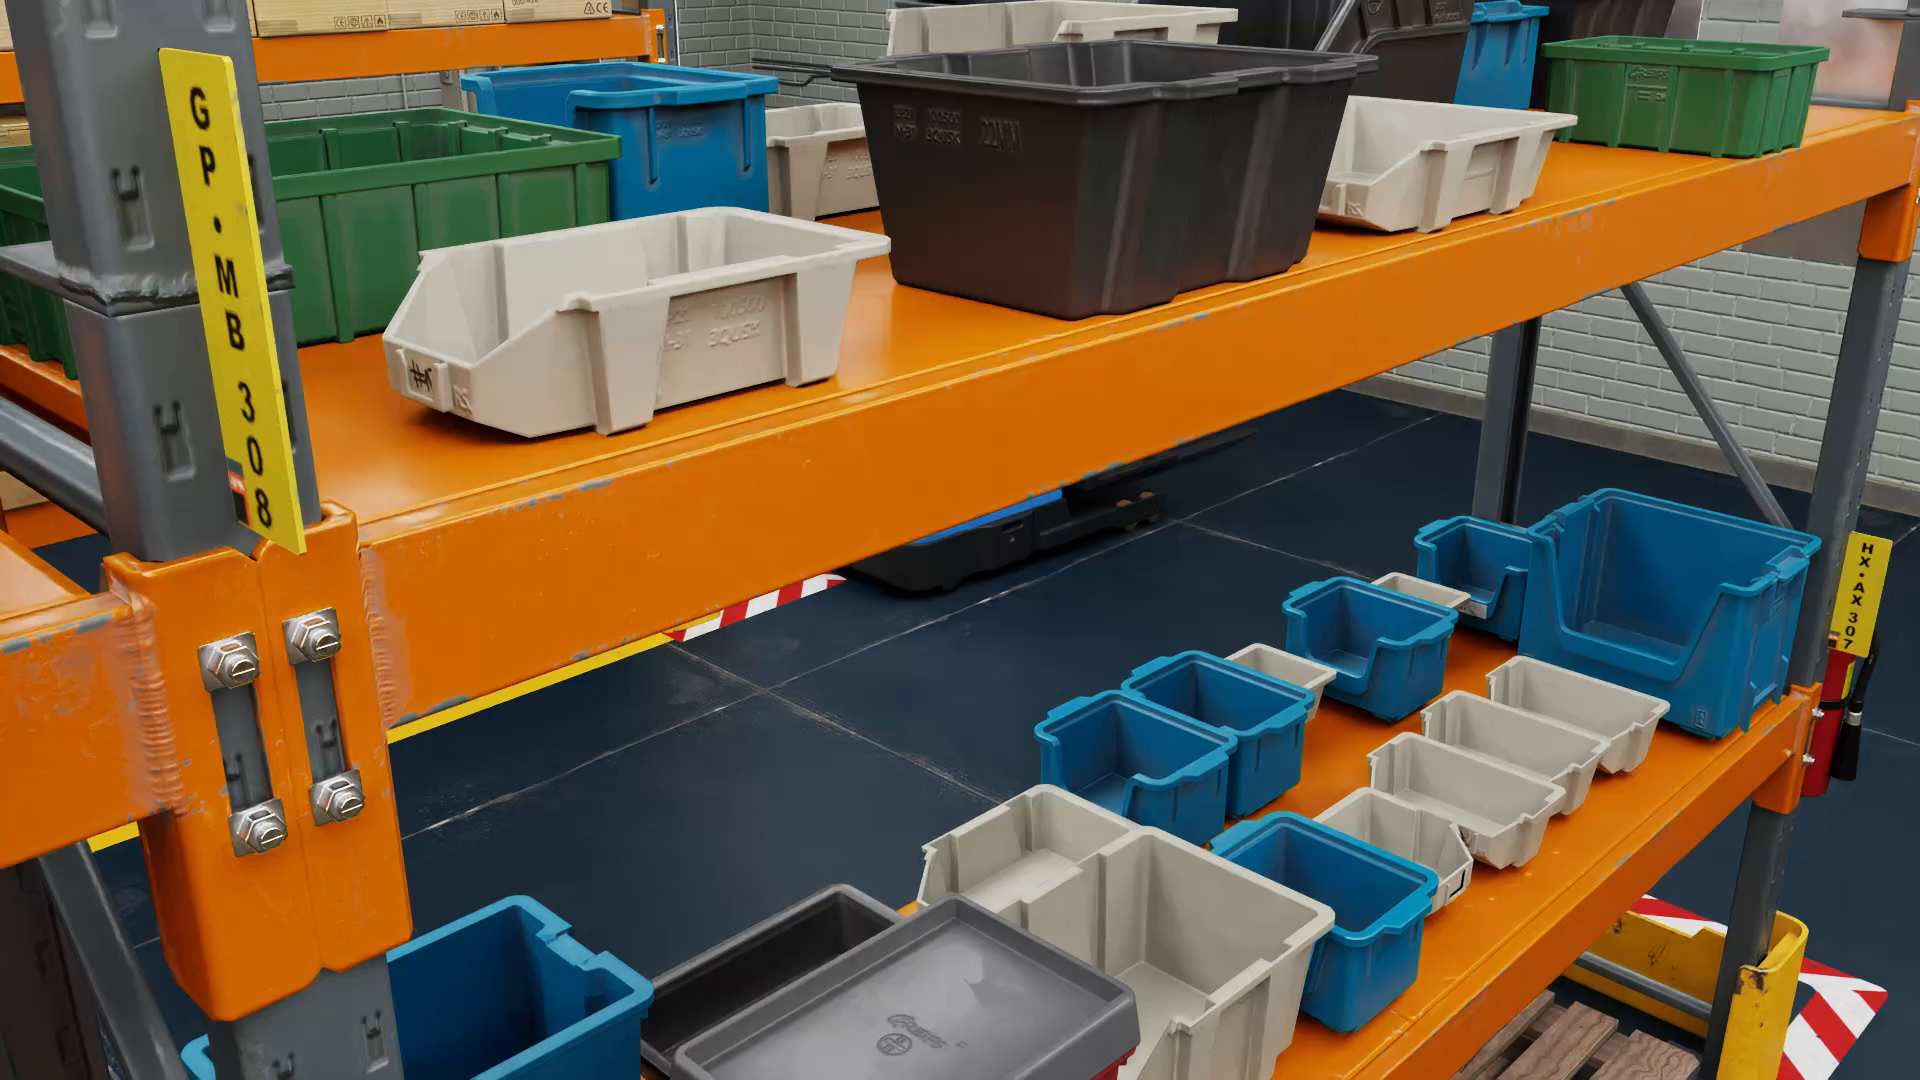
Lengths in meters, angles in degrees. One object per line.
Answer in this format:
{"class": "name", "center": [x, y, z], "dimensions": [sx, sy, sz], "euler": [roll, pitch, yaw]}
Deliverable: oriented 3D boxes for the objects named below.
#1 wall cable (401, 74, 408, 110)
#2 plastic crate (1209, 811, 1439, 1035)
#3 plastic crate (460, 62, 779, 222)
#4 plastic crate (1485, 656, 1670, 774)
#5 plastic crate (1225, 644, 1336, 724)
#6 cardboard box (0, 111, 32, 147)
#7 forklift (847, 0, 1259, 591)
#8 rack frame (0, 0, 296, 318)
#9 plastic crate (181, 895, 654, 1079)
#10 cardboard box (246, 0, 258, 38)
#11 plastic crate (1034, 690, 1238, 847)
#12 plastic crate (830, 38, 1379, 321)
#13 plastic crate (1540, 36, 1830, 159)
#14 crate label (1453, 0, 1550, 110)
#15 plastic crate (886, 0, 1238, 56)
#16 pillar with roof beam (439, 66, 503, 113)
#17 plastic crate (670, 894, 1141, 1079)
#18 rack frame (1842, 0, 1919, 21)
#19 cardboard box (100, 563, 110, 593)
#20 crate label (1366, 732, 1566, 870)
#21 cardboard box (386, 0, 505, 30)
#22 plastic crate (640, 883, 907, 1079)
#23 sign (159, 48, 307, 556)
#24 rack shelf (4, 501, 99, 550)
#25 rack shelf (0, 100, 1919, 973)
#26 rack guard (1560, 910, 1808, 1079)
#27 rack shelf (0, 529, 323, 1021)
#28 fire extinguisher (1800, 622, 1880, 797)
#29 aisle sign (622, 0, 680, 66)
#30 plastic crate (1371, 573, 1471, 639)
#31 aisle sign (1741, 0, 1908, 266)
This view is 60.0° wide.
{"class": "wall cable", "center": [-4.965, -3.435, 12.415], "dimensions": [0.084, 1.984, 1.851], "euler": [19, 28, 41]}
{"class": "plastic crate", "center": [0.669, 0.727, 3.152], "dimensions": [0.416, 0.233, 0.300], "euler": [19, 28, 41]}
{"class": "plastic crate", "center": [-0.466, -0.523, 2.307], "dimensions": [0.416, 0.233, 0.300], "euler": [19, 28, 41]}
{"class": "plastic crate", "center": [1.479, 0.435, 4.047], "dimensions": [0.396, 0.136, 0.243], "euler": [19, 28, 41]}
{"class": "plastic crate", "center": [0.753, 0.397, 4.145], "dimensions": [0.250, 0.136, 0.298], "euler": [19, 28, 41]}
{"class": "cardboard box", "center": [-6.028, -2.212, 10.229], "dimensions": [0.980, 0.700, 0.700], "euler": [19, 28, 40]}
{"class": "forklift", "center": [0.514, -1.545, 9.008], "dimensions": [3.031, 2.935, 1.130], "euler": [-19, 28, -40]}
{"class": "rack frame", "center": [-0.873, -1.687, 0.922], "dimensions": [1.000, 3.000, 0.127], "euler": [19, 28, 41]}
{"class": "plastic crate", "center": [-0.791, 0.887, 2.525], "dimensions": [0.392, 0.384, 0.575], "euler": [19, 28, 41]}
{"class": "cardboard box", "center": [-2.854, -1.906, 5.881], "dimensions": [0.500, 0.250, 0.500], "euler": [19, 28, 41]}
{"class": "plastic crate", "center": [0.382, 0.531, 3.661], "dimensions": [0.416, 0.233, 0.300], "euler": [19, 28, 41]}
{"class": "plastic crate", "center": [0.190, -0.477, 2.136], "dimensions": [0.497, 0.269, 0.590], "euler": [19, 28, 41]}
{"class": "plastic crate", "center": [1.434, -0.892, 3.328], "dimensions": [0.450, 0.188, 0.336], "euler": [19, 28, 41]}
{"class": "crate label", "center": [1.043, -1.090, 3.756], "dimensions": [0.408, 0.251, 0.502], "euler": [19, 28, 41]}
{"class": "plastic crate", "center": [0.151, -0.768, 2.875], "dimensions": [0.437, 0.282, 0.530], "euler": [19, 28, 41]}
{"class": "pillar with roof beam", "center": [-0.832, -5.028, 9.614], "dimensions": [9.100, 9.000, 0.400], "euler": [19, 28, 41]}
{"class": "plastic crate", "center": [-0.070, 0.888, 2.410], "dimensions": [0.402, 0.464, 0.583], "euler": [19, 28, 41]}
{"class": "rack frame", "center": [1.918, -2.716, 3.597], "dimensions": [1.000, 3.000, 0.127], "euler": [19, 28, 41]}
{"class": "cardboard box", "center": [-3.112, 0.348, 6.855], "dimensions": [0.797, 0.503, 0.637], "euler": [19, 28, 41]}
{"class": "crate label", "center": [1.089, 0.583, 3.660], "dimensions": [0.396, 0.136, 0.243], "euler": [19, 28, 41]}
{"class": "cardboard box", "center": [-2.155, -2.162, 6.548], "dimensions": [0.500, 0.250, 0.500], "euler": [19, 28, 41]}
{"class": "plastic crate", "center": [-0.284, 0.858, 2.961], "dimensions": [0.437, 0.125, 0.590], "euler": [19, 28, 41]}
{"class": "sign", "center": [-0.480, -0.153, 1.099], "dimensions": [0.100, 0.325, 0.005], "euler": [19, 28, 41]}
{"class": "rack shelf", "center": [-3.024, -0.306, 6.693], "dimensions": [1.077, 0.370, 4.000], "euler": [19, 28, 41]}
{"class": "rack shelf", "center": [0.523, -0.466, 2.927], "dimensions": [1.077, 0.370, 4.000], "euler": [19, 28, 41]}
{"class": "rack guard", "center": [1.925, 1.242, 5.147], "dimensions": [1.175, 0.500, 0.348], "euler": [19, 28, 41]}
{"class": "rack shelf", "center": [-2.268, 0.563, 0.252], "dimensions": [1.077, 0.370, 4.000], "euler": [19, 28, 41]}
{"class": "fire extinguisher", "center": [2.349, 0.370, 4.559], "dimensions": [0.296, 0.674, 0.183], "euler": [19, 28, 41]}
{"class": "aisle sign", "center": [-1.361, -2.310, 7.281], "dimensions": [0.394, 0.787, 0.004], "euler": [19, 28, 41]}
{"class": "plastic crate", "center": [1.227, 0.222, 4.599], "dimensions": [0.250, 0.136, 0.298], "euler": [19, 28, 41]}
{"class": "aisle sign", "center": [2.178, -1.074, 4.065], "dimensions": [0.394, 0.787, 0.004], "euler": [19, 28, 41]}
